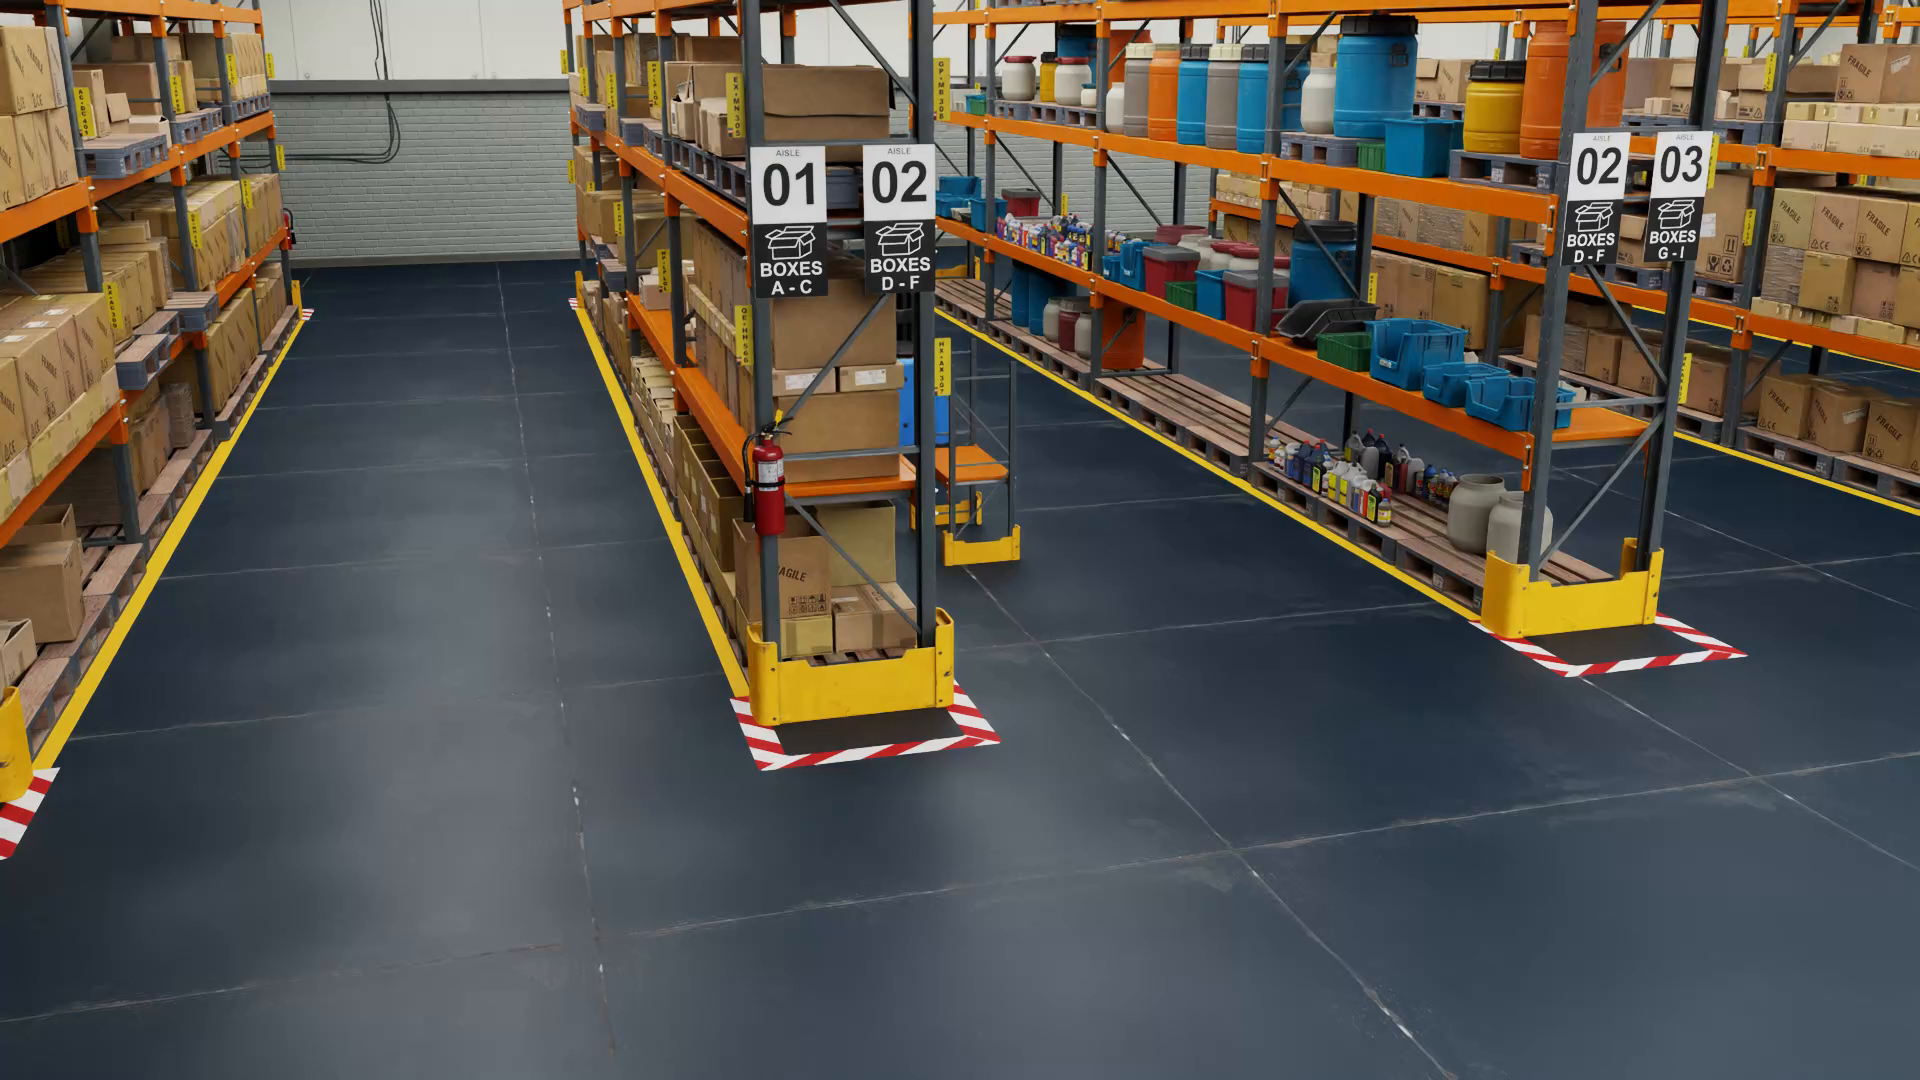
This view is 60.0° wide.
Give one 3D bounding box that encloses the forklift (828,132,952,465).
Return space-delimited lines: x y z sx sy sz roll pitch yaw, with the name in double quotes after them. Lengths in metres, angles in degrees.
-0.967 -2.341 15.649 1.130 2.935 3.031 -5 17 -16 "forklift"

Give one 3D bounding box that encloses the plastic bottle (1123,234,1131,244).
1.937 -3.402 19.266 0.061 0.283 0.133 -5 17 -15 "plastic bottle"

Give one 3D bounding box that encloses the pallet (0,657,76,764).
-5.609 1.003 9.246 1.003 0.211 1.213 -5 17 -15 "pallet"

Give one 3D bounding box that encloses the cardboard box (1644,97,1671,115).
7.178 -4.402 16.854 0.380 0.166 0.250 -5 17 -17 "cardboard box"

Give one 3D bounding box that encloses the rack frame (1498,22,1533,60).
9.289 -8.922 27.011 1.000 3.000 0.127 -5 17 -15 "rack frame"

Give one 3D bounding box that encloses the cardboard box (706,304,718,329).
-1.567 -1.569 11.661 0.380 0.149 0.250 -5 18 -17 "cardboard box"

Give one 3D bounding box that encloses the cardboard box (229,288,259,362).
-8.393 -2.405 18.752 0.750 0.750 0.750 -4 17 -15 "cardboard box"

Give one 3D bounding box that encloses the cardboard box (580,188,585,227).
-4.883 -4.525 22.629 0.500 0.500 0.500 -5 17 -15 "cardboard box"

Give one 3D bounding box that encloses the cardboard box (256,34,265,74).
-9.332 -6.302 21.556 0.500 0.500 0.500 -5 17 -15 "cardboard box"

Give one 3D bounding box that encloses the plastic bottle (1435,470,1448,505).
3.807 -0.420 13.113 0.097 0.271 0.097 0 17 0 "plastic bottle"

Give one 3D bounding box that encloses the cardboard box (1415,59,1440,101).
6.109 -5.722 20.664 0.797 0.503 0.637 -5 17 -16 "cardboard box"

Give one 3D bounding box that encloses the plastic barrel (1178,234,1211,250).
2.416 -2.866 17.084 0.421 0.512 0.421 0 17 0 "plastic barrel"

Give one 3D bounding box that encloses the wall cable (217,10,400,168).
-11.006 -7.488 27.637 3.097 2.526 0.112 -5 17 -15 "wall cable"

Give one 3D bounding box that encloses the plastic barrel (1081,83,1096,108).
1.493 -4.936 18.468 0.301 0.262 0.301 0 17 0 "plastic barrel"

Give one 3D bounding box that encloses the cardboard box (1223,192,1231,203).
4.344 -5.369 26.048 0.380 0.149 0.250 -5 17 -16 "cardboard box"

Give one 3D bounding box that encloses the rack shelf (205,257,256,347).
-8.147 -2.505 17.329 1.077 0.370 4.000 -5 17 -15 "rack shelf"

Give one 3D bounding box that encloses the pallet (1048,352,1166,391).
1.672 -1.959 19.108 1.003 0.211 1.213 -5 17 -15 "pallet"

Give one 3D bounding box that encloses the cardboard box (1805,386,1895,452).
8.026 -1.097 15.006 0.500 0.500 0.500 1 17 2 "cardboard box"

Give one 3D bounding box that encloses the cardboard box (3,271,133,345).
-6.752 -1.747 12.617 0.700 0.500 0.500 -3 17 -10 "cardboard box"

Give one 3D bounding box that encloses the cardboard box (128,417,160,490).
-7.008 -0.689 13.613 0.700 0.500 0.500 -4 17 -15 "cardboard box"

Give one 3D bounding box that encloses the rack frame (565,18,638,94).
-5.034 -7.775 23.195 1.000 3.000 0.127 -5 17 -15 "rack frame"

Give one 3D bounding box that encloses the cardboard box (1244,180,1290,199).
4.648 -5.318 25.187 0.500 0.250 0.500 -5 18 -17 "cardboard box"

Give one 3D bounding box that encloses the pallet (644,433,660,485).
-2.315 -0.786 15.203 1.003 0.211 1.213 -5 17 -15 "pallet"

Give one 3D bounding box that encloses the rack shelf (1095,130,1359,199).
2.478 -3.619 15.822 1.077 0.370 4.000 -5 17 -15 "rack shelf"

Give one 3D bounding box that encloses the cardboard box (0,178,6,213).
-5.510 -1.985 8.923 0.500 0.500 0.500 -4 17 -13 "cardboard box"

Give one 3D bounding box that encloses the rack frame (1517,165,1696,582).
4.127 -0.867 10.625 1.000 3.000 0.127 -5 17 -15 "rack frame"

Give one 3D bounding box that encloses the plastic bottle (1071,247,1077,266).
1.303 -3.187 18.693 0.097 0.201 0.097 0 17 0 "plastic bottle"

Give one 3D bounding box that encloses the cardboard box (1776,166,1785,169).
14.042 -6.223 28.280 0.500 0.500 0.500 -5 17 -16 "cardboard box"

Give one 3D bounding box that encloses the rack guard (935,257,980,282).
-0.289 -4.101 25.736 1.175 0.500 0.348 -5 17 -15 "rack guard"

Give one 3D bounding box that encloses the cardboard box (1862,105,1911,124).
7.885 -3.597 14.066 0.380 0.149 0.250 -4 17 -14 "cardboard box"

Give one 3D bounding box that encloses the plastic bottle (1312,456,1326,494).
2.908 -0.526 13.446 0.061 0.283 0.133 -4 17 -13 "plastic bottle"

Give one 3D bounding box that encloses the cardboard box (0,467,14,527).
-5.227 -0.182 8.569 0.500 0.250 0.500 -5 17 -17 "cardboard box"

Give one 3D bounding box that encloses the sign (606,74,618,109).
-3.358 -4.331 16.044 0.100 0.325 0.005 -5 17 -15 "sign"

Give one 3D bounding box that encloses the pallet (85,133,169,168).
-6.853 -3.003 12.847 1.213 0.211 1.003 -5 17 -15 "pallet"

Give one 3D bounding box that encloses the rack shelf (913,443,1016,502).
0.023 -0.522 12.709 0.538 0.185 1.000 -5 17 -15 "rack shelf"

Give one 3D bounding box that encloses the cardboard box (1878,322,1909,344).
7.985 -1.748 13.993 0.380 0.149 0.250 -5 17 -15 "cardboard box"

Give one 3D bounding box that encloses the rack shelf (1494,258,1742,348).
7.240 -2.574 17.557 1.077 0.370 4.000 -5 17 -15 "rack shelf"

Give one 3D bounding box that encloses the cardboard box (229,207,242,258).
-8.178 -3.355 18.181 0.500 0.500 0.500 -5 17 -15 "cardboard box"

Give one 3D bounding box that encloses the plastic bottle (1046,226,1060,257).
1.089 -3.498 19.469 0.144 0.351 0.185 -5 17 -15 "plastic bottle"

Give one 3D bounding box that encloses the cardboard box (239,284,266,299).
-8.722 -3.042 20.352 0.380 0.149 0.250 -4 17 -13 "cardboard box"

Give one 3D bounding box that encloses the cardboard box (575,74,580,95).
-4.735 -5.928 21.652 0.500 0.250 0.500 -5 17 -15 "cardboard box"

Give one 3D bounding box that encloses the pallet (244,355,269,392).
-8.412 -1.860 18.778 1.003 0.211 1.213 -5 17 -15 "pallet"

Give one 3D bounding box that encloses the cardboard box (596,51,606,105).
-3.867 -5.384 19.371 0.600 0.600 0.600 -6 18 -20 "cardboard box"

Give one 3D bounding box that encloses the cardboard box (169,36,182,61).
-8.581 -5.204 17.605 0.500 0.250 0.500 -3 17 -11 "cardboard box"

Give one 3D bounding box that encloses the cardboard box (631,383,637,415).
-2.974 -1.406 16.467 0.500 0.250 0.500 -5 17 -15 "cardboard box"

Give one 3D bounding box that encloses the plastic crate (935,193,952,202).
-0.338 -4.965 24.453 0.416 0.233 0.300 -5 17 -15 "plastic crate"

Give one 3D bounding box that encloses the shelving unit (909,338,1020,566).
0.021 -0.697 12.666 0.587 1.500 1.083 -5 17 -15 "shelving unit"

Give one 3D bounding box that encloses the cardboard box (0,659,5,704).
-5.502 0.795 9.001 0.500 0.311 0.500 -7 18 -22 "cardboard box"

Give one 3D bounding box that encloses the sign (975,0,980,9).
0.254 -8.059 24.701 0.100 0.325 0.005 -5 17 -15 "sign"

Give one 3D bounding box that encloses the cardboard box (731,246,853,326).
-1.056 -1.575 10.552 0.700 0.500 0.500 -5 17 -15 "cardboard box"

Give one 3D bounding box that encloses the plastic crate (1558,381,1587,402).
4.190 -1.014 11.571 0.298 0.136 0.250 -5 17 -15 "plastic crate"

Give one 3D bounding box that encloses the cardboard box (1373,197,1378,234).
5.616 -4.340 22.012 0.500 0.500 0.500 -5 17 -15 "cardboard box"

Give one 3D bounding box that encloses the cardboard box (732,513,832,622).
-1.070 0.155 9.967 0.500 0.500 0.500 -5 17 -15 "cardboard box"

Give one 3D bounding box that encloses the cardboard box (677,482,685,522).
-1.900 -0.315 12.836 0.500 0.250 0.500 -5 17 -15 "cardboard box"

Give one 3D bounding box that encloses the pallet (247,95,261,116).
-9.243 -5.361 20.526 1.003 0.211 1.213 -5 17 -15 "pallet"

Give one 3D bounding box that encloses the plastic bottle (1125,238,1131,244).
1.929 -3.321 19.017 0.097 0.271 0.097 0 17 0 "plastic bottle"

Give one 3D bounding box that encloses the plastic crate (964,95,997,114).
0.272 -5.769 22.022 0.416 0.233 0.300 -5 17 -15 "plastic crate"

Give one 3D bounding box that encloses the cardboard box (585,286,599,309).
-4.882 -3.347 22.894 0.500 0.250 0.500 -5 17 -15 "cardboard box"

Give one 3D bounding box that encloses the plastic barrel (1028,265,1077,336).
1.157 -3.035 20.759 0.600 0.901 0.708 -5 17 -15 "plastic barrel"

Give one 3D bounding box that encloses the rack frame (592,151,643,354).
-3.935 -3.796 20.374 1.000 3.000 0.127 -5 17 -15 "rack frame"
